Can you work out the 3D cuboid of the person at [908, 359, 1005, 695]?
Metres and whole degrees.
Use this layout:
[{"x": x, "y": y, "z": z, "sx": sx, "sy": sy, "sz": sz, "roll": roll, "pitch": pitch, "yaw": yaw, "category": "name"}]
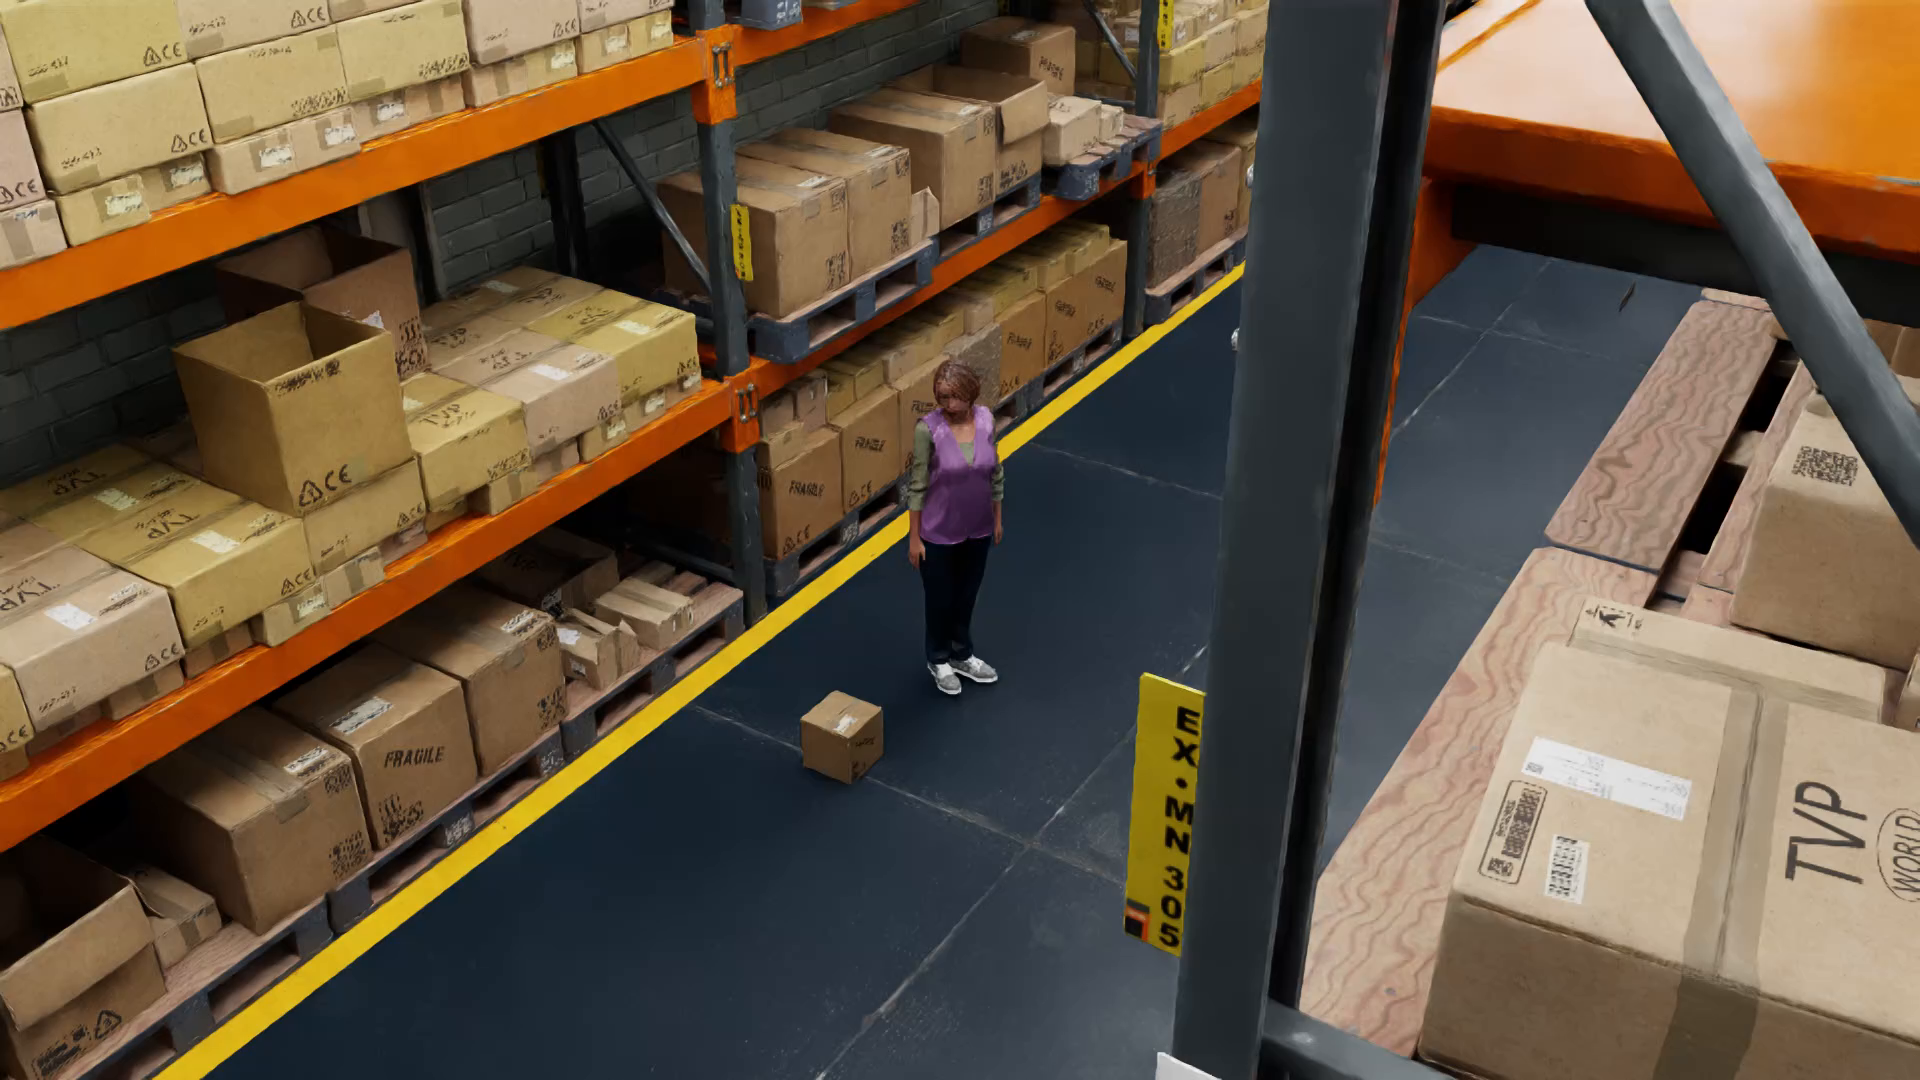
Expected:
[{"x": -0.016, "y": -0.042, "z": 7.179, "sx": 0.465, "sy": 1.599, "sz": 0.326, "roll": -15, "pitch": 34, "yaw": -24, "category": "person"}]
